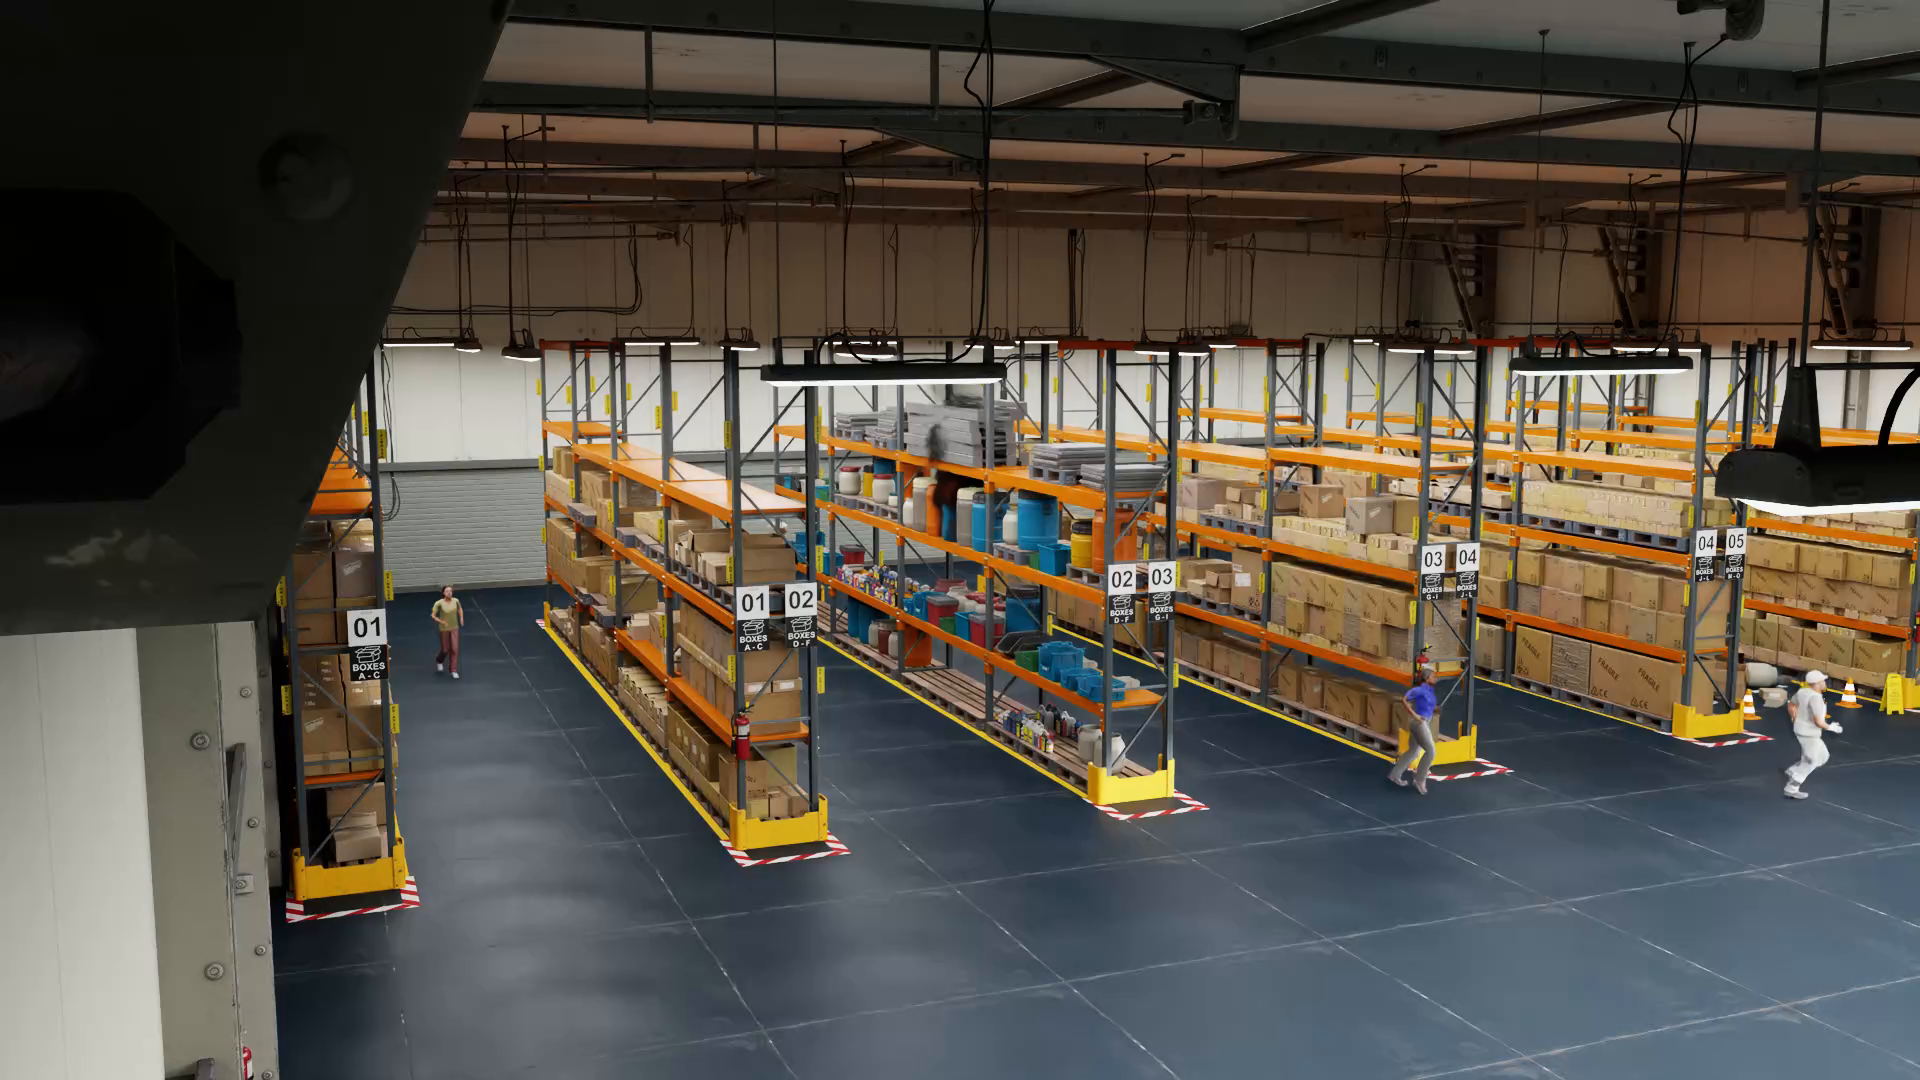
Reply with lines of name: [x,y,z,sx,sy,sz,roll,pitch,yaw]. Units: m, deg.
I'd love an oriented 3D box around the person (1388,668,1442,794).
person: [6.241,2.599,22.751,0.676,1.695,0.646,4,8,26]

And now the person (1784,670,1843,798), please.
person: [11.391,2.586,22.195,0.642,1.735,0.661,2,8,12]

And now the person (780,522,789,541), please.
person: [-4.109,0.431,38.851,0.546,1.723,0.700,-2,8,-12]

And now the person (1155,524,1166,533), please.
person: [4.850,0.068,41.517,0.852,1.770,0.704,-1,7,-7]

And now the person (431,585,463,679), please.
person: [-9.219,1.624,29.958,0.600,1.670,0.794,-5,9,-35]
